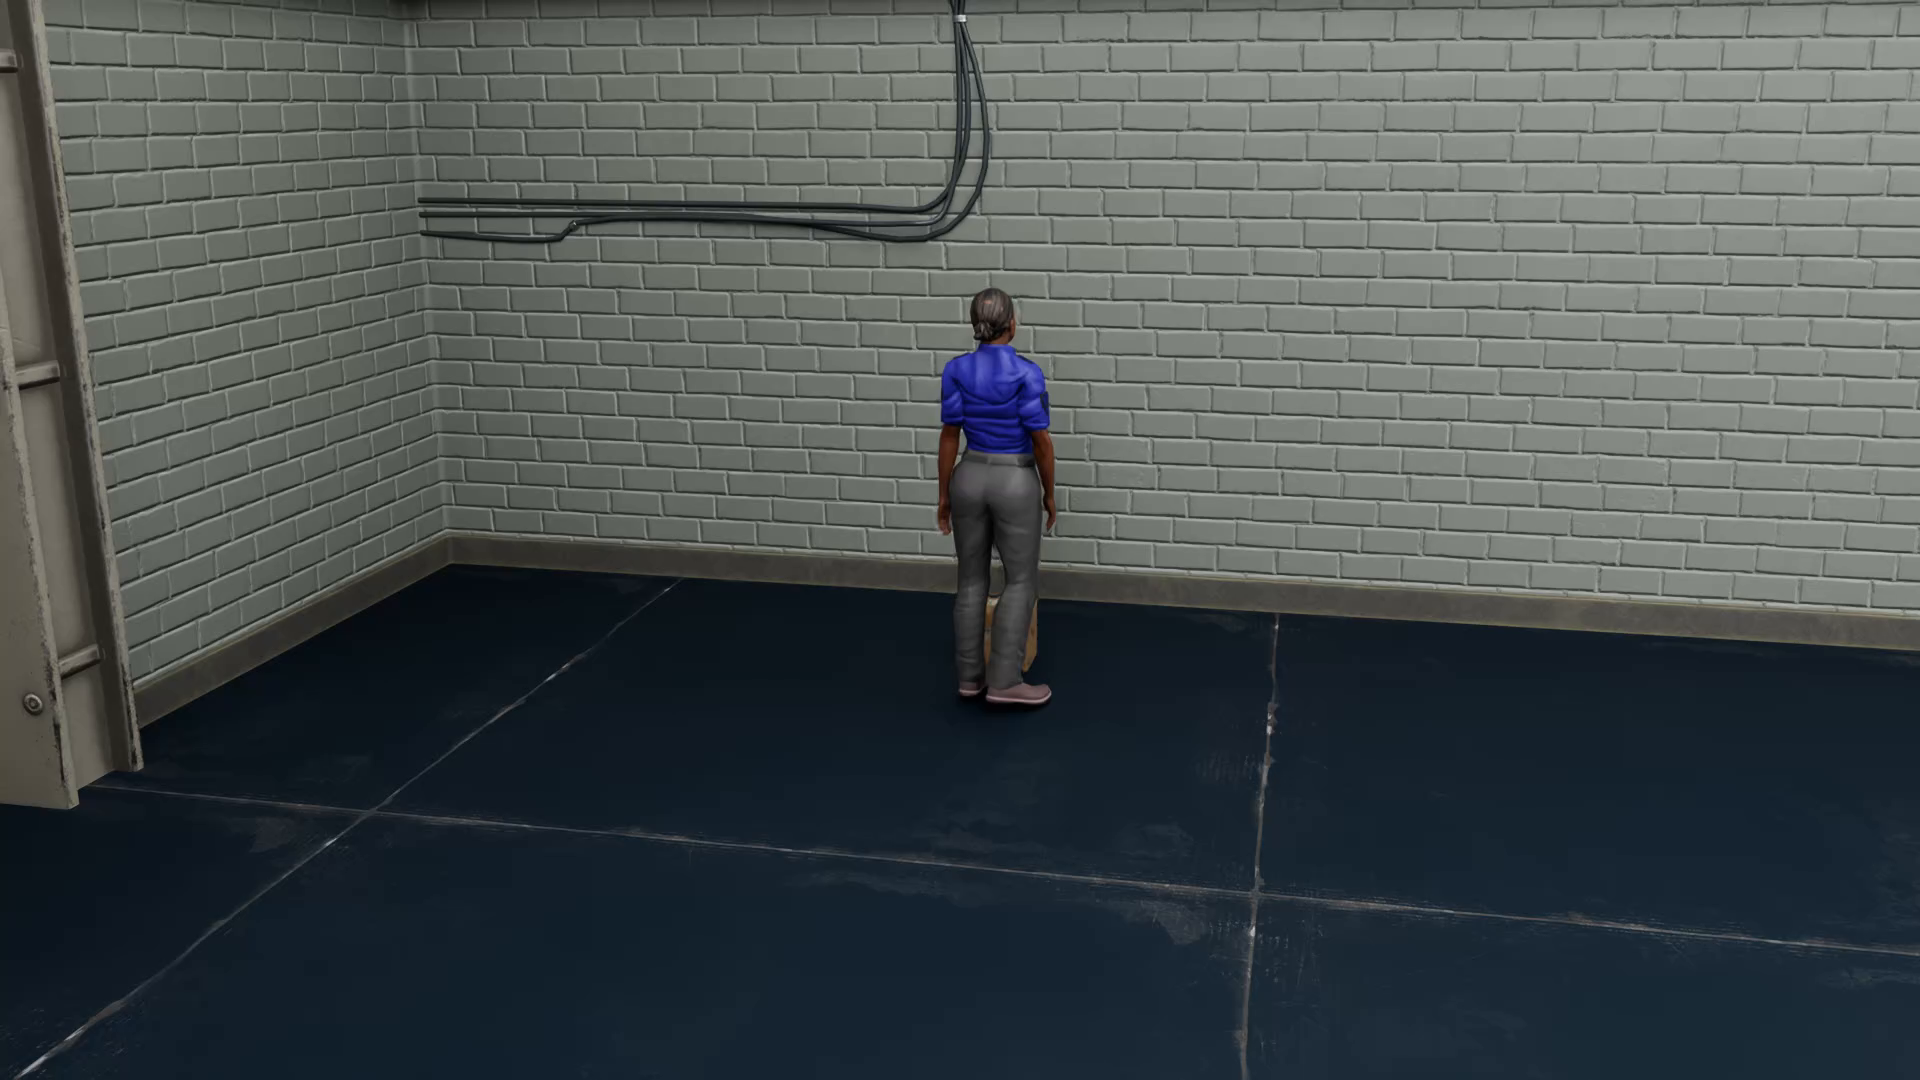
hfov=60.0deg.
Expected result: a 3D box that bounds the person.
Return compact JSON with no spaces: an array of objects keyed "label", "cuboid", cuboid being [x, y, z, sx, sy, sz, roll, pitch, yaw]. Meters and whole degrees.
[{"label":"person","cuboid":[0.143,-0.166,6.591,0.474,1.660,0.376,6,16,21]}]
